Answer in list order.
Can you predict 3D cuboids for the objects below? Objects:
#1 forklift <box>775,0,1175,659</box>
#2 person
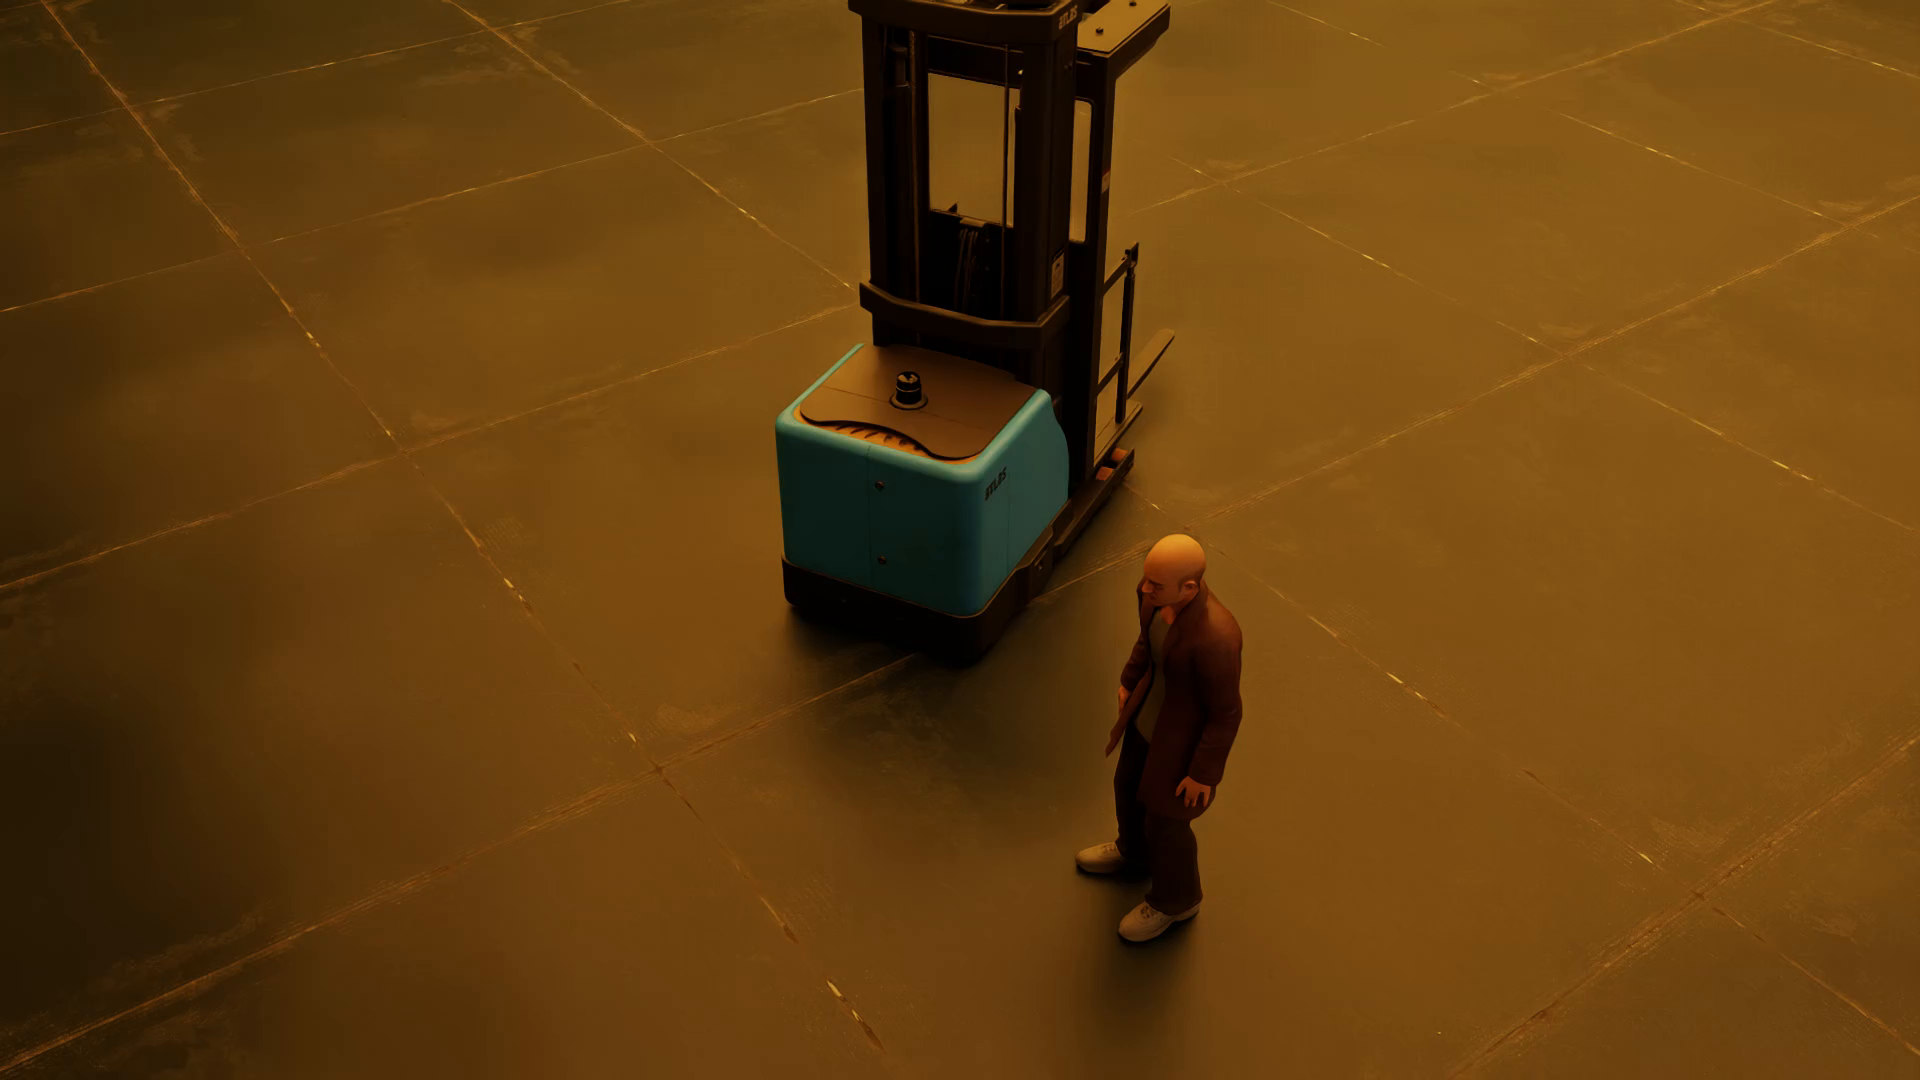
[{"bbox_3d":[0.274,-1.503,7.977,1.130,2.935,3.031,17,40,21],"label":"forklift"},{"bbox_3d":[0.750,0.687,5.990,0.430,1.772,0.644,-13,38,-17],"label":"person"}]
